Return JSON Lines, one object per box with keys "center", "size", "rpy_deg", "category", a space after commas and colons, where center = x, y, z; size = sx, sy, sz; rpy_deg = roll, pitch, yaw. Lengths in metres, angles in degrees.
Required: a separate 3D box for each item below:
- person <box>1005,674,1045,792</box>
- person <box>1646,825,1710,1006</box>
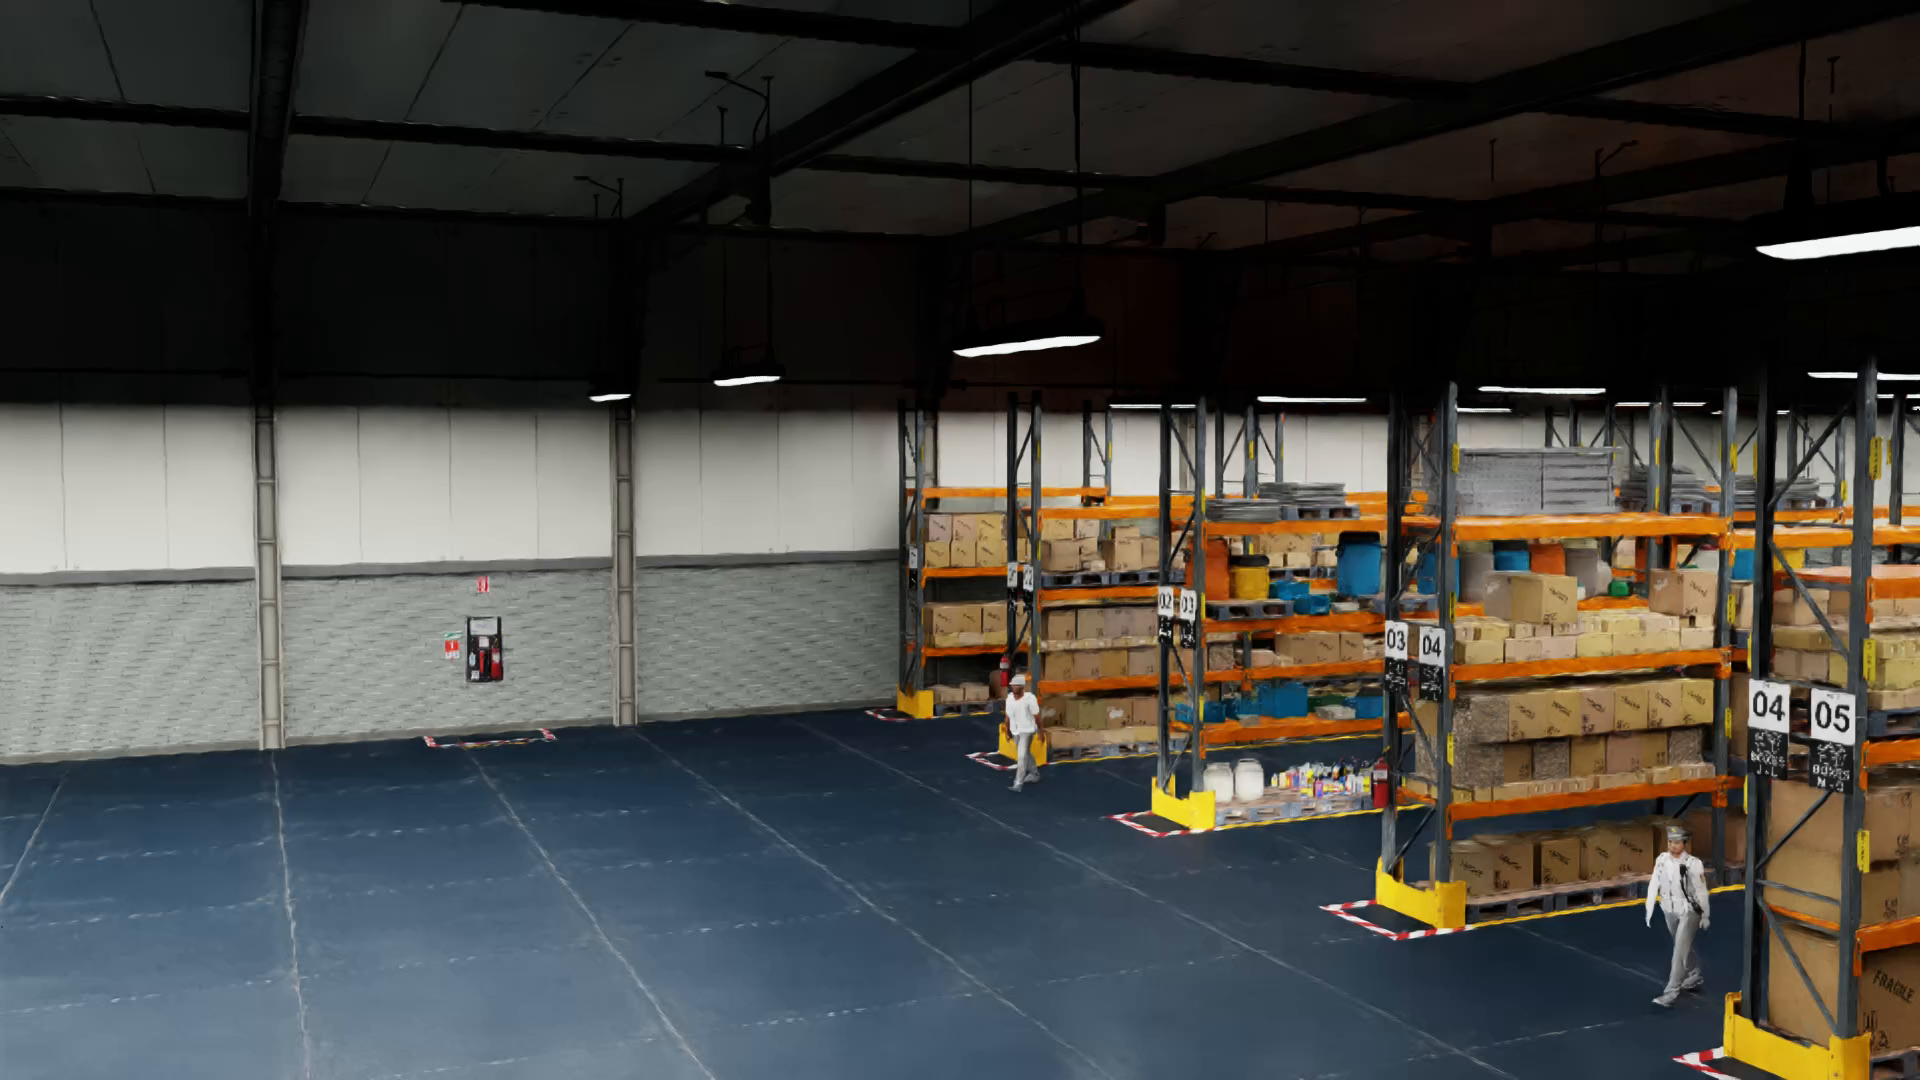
{"center": [0.916, 2.858, 24.851], "size": [0.621, 1.725, 0.959], "rpy_deg": [3, 5, 44], "category": "person"}
{"center": [6.644, 3.431, 15.414], "size": [0.994, 1.622, 0.482], "rpy_deg": [-2, 4, -32], "category": "person"}
